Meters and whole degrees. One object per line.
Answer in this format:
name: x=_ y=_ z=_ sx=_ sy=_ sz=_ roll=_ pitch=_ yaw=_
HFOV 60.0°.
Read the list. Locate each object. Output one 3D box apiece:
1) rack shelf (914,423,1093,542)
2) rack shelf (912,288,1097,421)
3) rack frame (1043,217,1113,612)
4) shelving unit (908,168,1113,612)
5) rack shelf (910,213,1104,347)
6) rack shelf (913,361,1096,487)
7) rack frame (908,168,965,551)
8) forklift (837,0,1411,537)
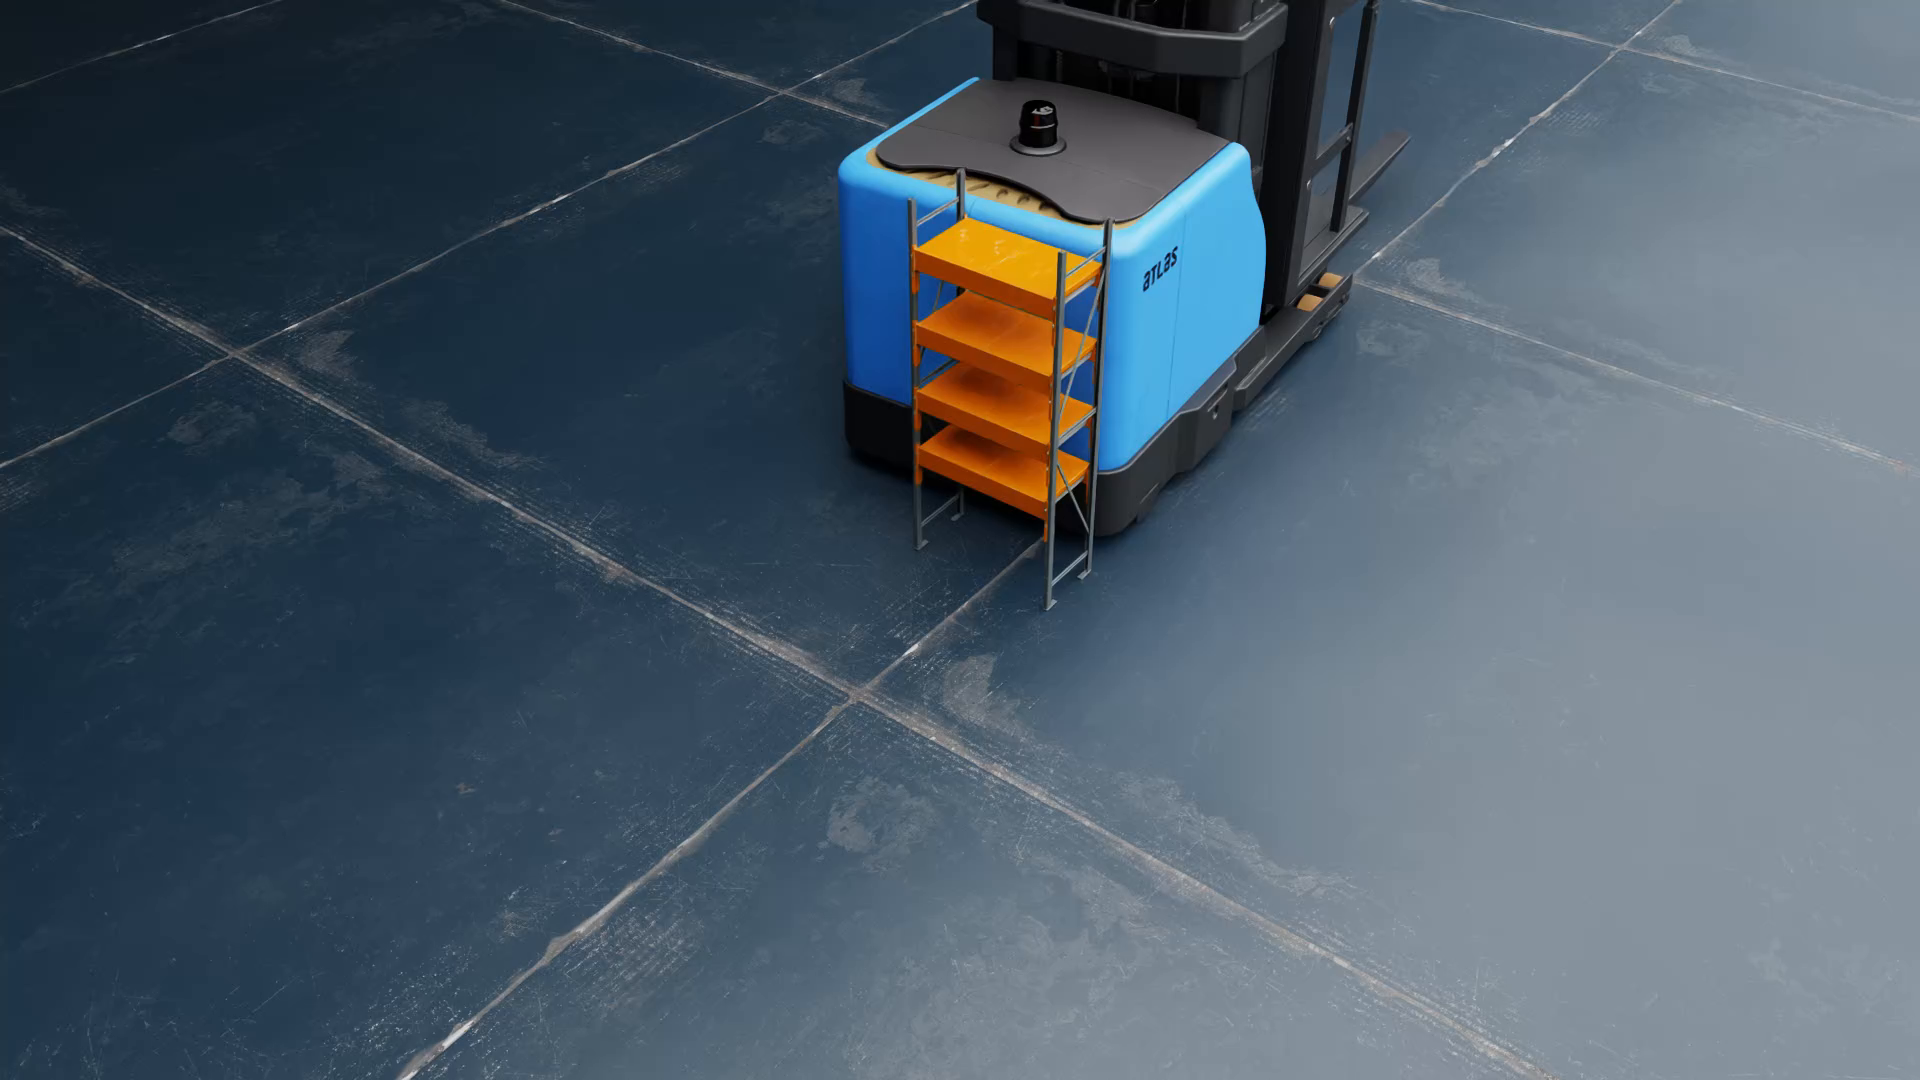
rack shelf: x=0.131 y=-0.200 z=4.963 sx=0.480 sy=0.148 sz=0.258 roll=25 pitch=44 yaw=28
rack shelf: x=0.131 y=-0.533 z=4.703 sx=0.480 sy=0.148 sz=0.258 roll=25 pitch=44 yaw=28
rack frame: x=0.326 y=-0.320 z=4.685 sx=0.015 sy=1.200 sz=0.240 roll=25 pitch=44 yaw=28
shelving unit: x=0.131 y=-0.410 z=4.800 sx=0.503 sy=1.200 sz=0.258 roll=25 pitch=44 yaw=28
rack shelf: x=0.131 y=-0.720 z=4.558 sx=0.480 sy=0.148 sz=0.258 roll=25 pitch=44 yaw=28
rack shelf: x=0.131 y=-0.357 z=4.841 sx=0.480 sy=0.148 sz=0.258 roll=25 pitch=44 yaw=28
rack frame: x=-0.065 y=-0.500 z=4.915 sx=0.015 sy=1.200 sz=0.240 roll=25 pitch=44 yaw=28
forklift: x=0.832 y=-2.043 z=5.482 sx=1.130 sy=2.935 sz=3.031 roll=21 pitch=43 yaw=25
